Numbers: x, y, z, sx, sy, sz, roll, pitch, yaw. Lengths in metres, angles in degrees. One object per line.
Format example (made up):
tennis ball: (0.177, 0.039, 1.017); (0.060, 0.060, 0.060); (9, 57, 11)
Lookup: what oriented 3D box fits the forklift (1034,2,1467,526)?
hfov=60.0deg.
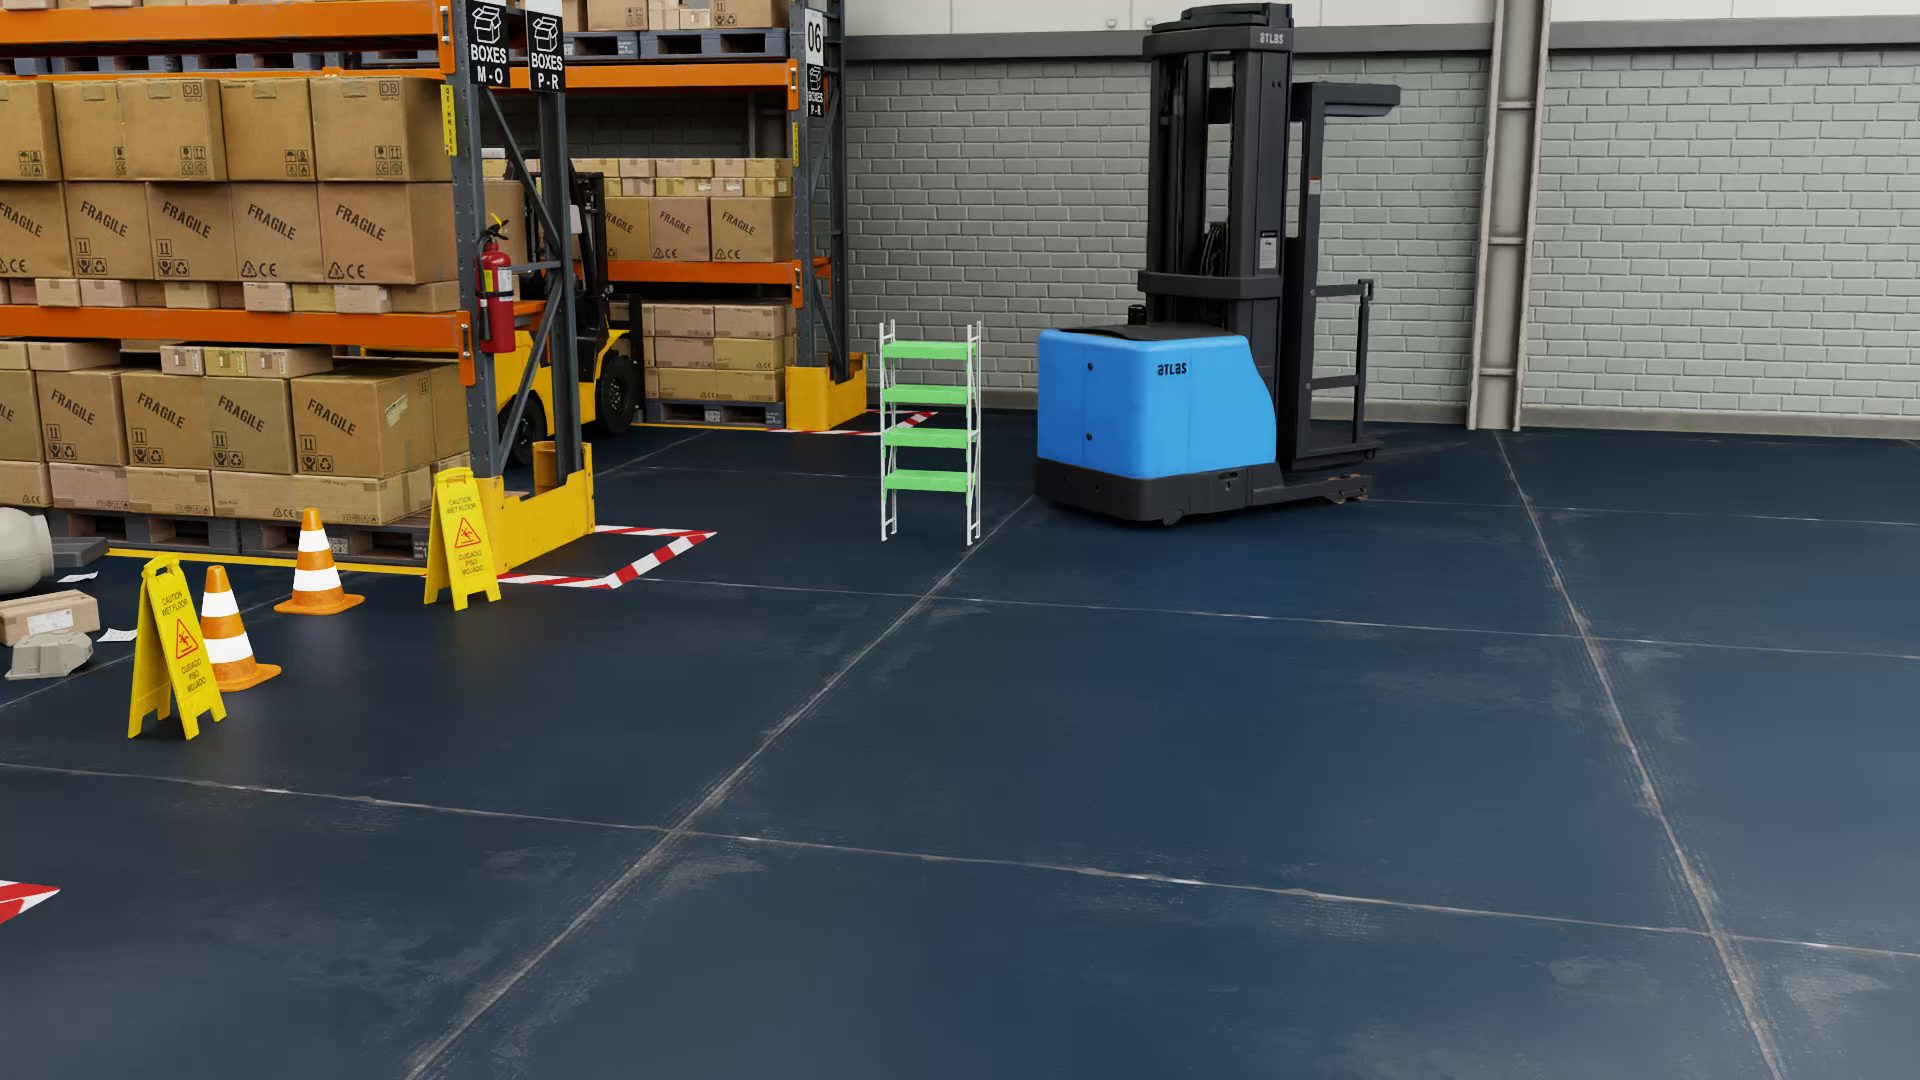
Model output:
forklift: (1.959, -1.736, 10.293); (3.031, 2.935, 1.130); (-8, 15, -33)

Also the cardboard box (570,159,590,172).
cardboard box: (-2.998, -3.013, 13.475); (0.250, 0.149, 0.380); (3, 13, 14)

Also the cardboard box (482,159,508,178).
cardboard box: (-3.745, -3.041, 13.598); (0.250, 0.149, 0.380); (3, 13, 13)

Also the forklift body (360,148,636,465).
forklift body: (-3.387, -1.750, 12.157); (1.214, 2.155, 2.313); (3, 13, 14)

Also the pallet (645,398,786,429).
pallet: (-1.862, -1.119, 13.792); (1.213, 0.211, 1.003); (3, 13, 14)

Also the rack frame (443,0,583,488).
rack frame: (-2.295, -1.406, 8.645); (0.127, 3.000, 1.000); (3, 13, 14)

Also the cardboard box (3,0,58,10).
cardboard box: (-4.704, -2.802, 8.593); (0.250, 0.149, 0.380); (3, 13, 12)

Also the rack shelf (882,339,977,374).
rack shelf: (-0.161, -1.001, 9.052); (0.480, 0.148, 0.258); (3, 13, 14)

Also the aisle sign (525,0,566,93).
aisle sign: (-2.160, -2.737, 8.643); (0.004, 0.787, 0.394); (3, 13, 14)

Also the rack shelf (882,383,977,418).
rack shelf: (-0.161, -0.766, 9.104); (0.480, 0.148, 0.258); (3, 13, 14)

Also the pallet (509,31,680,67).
pallet: (-2.978, -3.976, 13.509); (1.213, 0.211, 1.003); (3, 13, 14)

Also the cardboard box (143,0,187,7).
cardboard box: (-3.945, -2.780, 8.492); (0.250, 0.149, 0.380); (3, 13, 12)

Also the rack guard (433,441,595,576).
rack guard: (-2.369, -0.189, 8.934); (0.348, 0.500, 1.175); (3, 13, 14)

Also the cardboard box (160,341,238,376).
cardboard box: (-4.006, -0.971, 8.833); (0.250, 0.149, 0.380); (4, 13, 16)

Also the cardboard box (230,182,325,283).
cardboard box: (-3.373, -1.597, 8.589); (0.500, 0.500, 0.500); (3, 13, 14)

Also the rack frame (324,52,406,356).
rack frame: (-4.993, -2.657, 14.286); (0.127, 3.000, 1.000); (3, 13, 14)

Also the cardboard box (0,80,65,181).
cardboard box: (-4.831, -2.164, 8.838); (0.500, 0.500, 0.700); (3, 13, 12)

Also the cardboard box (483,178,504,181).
cardboard box: (-3.759, -2.888, 13.597); (0.250, 0.149, 0.380); (3, 13, 13)

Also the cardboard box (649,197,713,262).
cardboard box: (-2.151, -2.498, 13.336); (0.500, 0.500, 0.500); (3, 13, 15)

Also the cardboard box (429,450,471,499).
cardboard box: (-3.012, -0.369, 9.348); (0.500, 0.250, 0.500); (3, 13, 13)

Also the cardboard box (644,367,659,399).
cardboard box: (-2.605, -1.326, 13.664); (0.500, 0.250, 0.500); (3, 13, 14)

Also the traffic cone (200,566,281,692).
traffic cone: (-2.957, 0.333, 6.666); (0.334, 0.463, 0.336); (3, 13, 14)

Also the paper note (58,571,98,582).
paper note: (-4.422, 0.183, 8.338); (0.148, 0.019, 0.142); (-1, 13, -6)

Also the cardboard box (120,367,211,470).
cardboard box: (-4.131, -0.675, 9.000); (0.500, 0.500, 0.500); (3, 13, 12)

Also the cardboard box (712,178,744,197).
cardboard box: (-1.768, -2.781, 13.117); (0.250, 0.149, 0.380); (3, 13, 14)

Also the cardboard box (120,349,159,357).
cardboard box: (-5.045, -0.842, 9.751); (0.500, 0.500, 0.500); (3, 13, 15)

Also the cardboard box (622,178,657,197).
cardboard box: (-2.514, -2.827, 13.322); (0.250, 0.149, 0.380); (3, 13, 12)

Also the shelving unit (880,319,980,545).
shelving unit: (-0.161, -0.594, 9.142); (0.503, 1.200, 0.258); (3, 13, 14)

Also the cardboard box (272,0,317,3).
cardboard box: (-3.208, -2.734, 8.287); (0.250, 0.149, 0.380); (3, 13, 15)

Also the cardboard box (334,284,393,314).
cardboard box: (-2.982, -1.247, 8.511); (0.250, 0.149, 0.380); (3, 13, 13)

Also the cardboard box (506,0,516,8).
cardboard box: (-2.539, -2.833, 8.733); (0.250, 0.149, 0.380); (3, 13, 14)

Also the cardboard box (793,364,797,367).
cardboard box: (-1.539, -1.379, 13.903); (0.500, 0.250, 0.500); (3, 13, 14)

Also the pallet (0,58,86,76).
pallet: (-8.196, -4.221, 14.843); (1.003, 0.211, 1.213); (4, 13, 16)

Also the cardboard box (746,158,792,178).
cardboard box: (-1.507, -2.935, 13.121); (0.250, 0.149, 0.380); (3, 13, 14)

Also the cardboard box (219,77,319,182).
cardboard box: (-3.333, -2.096, 8.532); (0.500, 0.500, 0.700); (3, 13, 14)

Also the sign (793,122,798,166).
sign: (-1.253, -3.017, 12.689); (0.005, 0.325, 0.100); (3, 13, 14)

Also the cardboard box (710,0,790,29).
cardboard box: (-1.597, -4.189, 12.831); (0.500, 0.500, 0.500); (3, 13, 15)

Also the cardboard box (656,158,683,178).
cardboard box: (-2.239, -2.978, 13.314); (0.250, 0.149, 0.380); (3, 13, 14)

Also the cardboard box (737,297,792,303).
cardboard box: (-1.530, -1.865, 13.787); (0.500, 0.250, 0.500); (3, 13, 13)

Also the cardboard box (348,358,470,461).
cardboard box: (-3.035, -0.736, 9.272); (0.500, 0.500, 0.500); (3, 13, 12)

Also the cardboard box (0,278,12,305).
cardboard box: (-5.195, -1.377, 9.096); (0.250, 0.149, 0.380); (3, 13, 15)

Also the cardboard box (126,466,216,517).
cardboard box: (-4.154, -0.308, 9.077); (0.500, 0.250, 0.500); (3, 13, 12)

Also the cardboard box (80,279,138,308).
cardboard box: (-4.458, -1.331, 8.890); (0.250, 0.149, 0.380); (3, 13, 13)

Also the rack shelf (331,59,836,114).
rack shelf: (-3.051, -3.667, 13.572); (4.000, 0.370, 1.077); (3, 13, 14)

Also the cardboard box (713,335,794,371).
cardboard box: (-1.657, -1.516, 13.366); (0.500, 0.250, 0.500); (3, 13, 13)

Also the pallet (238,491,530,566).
pallet: (-3.149, -0.098, 9.188); (1.213, 0.211, 1.003); (3, 13, 14)

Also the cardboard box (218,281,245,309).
cardboard box: (-3.698, -1.315, 8.816); (0.250, 0.149, 0.380); (3, 13, 14)

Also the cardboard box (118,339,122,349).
cardboard box: (-7.638, -1.843, 15.129); (0.625, 0.625, 0.875); (3, 13, 15)

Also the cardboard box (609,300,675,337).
cardboard box: (-2.620, -1.808, 13.529); (0.500, 0.250, 0.500); (3, 13, 14)

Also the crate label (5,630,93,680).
crate label: (-3.735, 0.464, 6.827); (0.298, 0.136, 0.250); (-4, 13, -16)

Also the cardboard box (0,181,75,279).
cardboard box: (-4.841, -1.676, 8.945); (0.500, 0.500, 0.500); (3, 13, 13)

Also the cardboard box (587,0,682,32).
cardboard box: (-2.568, -4.263, 13.166); (0.500, 0.500, 0.700); (3, 13, 14)
